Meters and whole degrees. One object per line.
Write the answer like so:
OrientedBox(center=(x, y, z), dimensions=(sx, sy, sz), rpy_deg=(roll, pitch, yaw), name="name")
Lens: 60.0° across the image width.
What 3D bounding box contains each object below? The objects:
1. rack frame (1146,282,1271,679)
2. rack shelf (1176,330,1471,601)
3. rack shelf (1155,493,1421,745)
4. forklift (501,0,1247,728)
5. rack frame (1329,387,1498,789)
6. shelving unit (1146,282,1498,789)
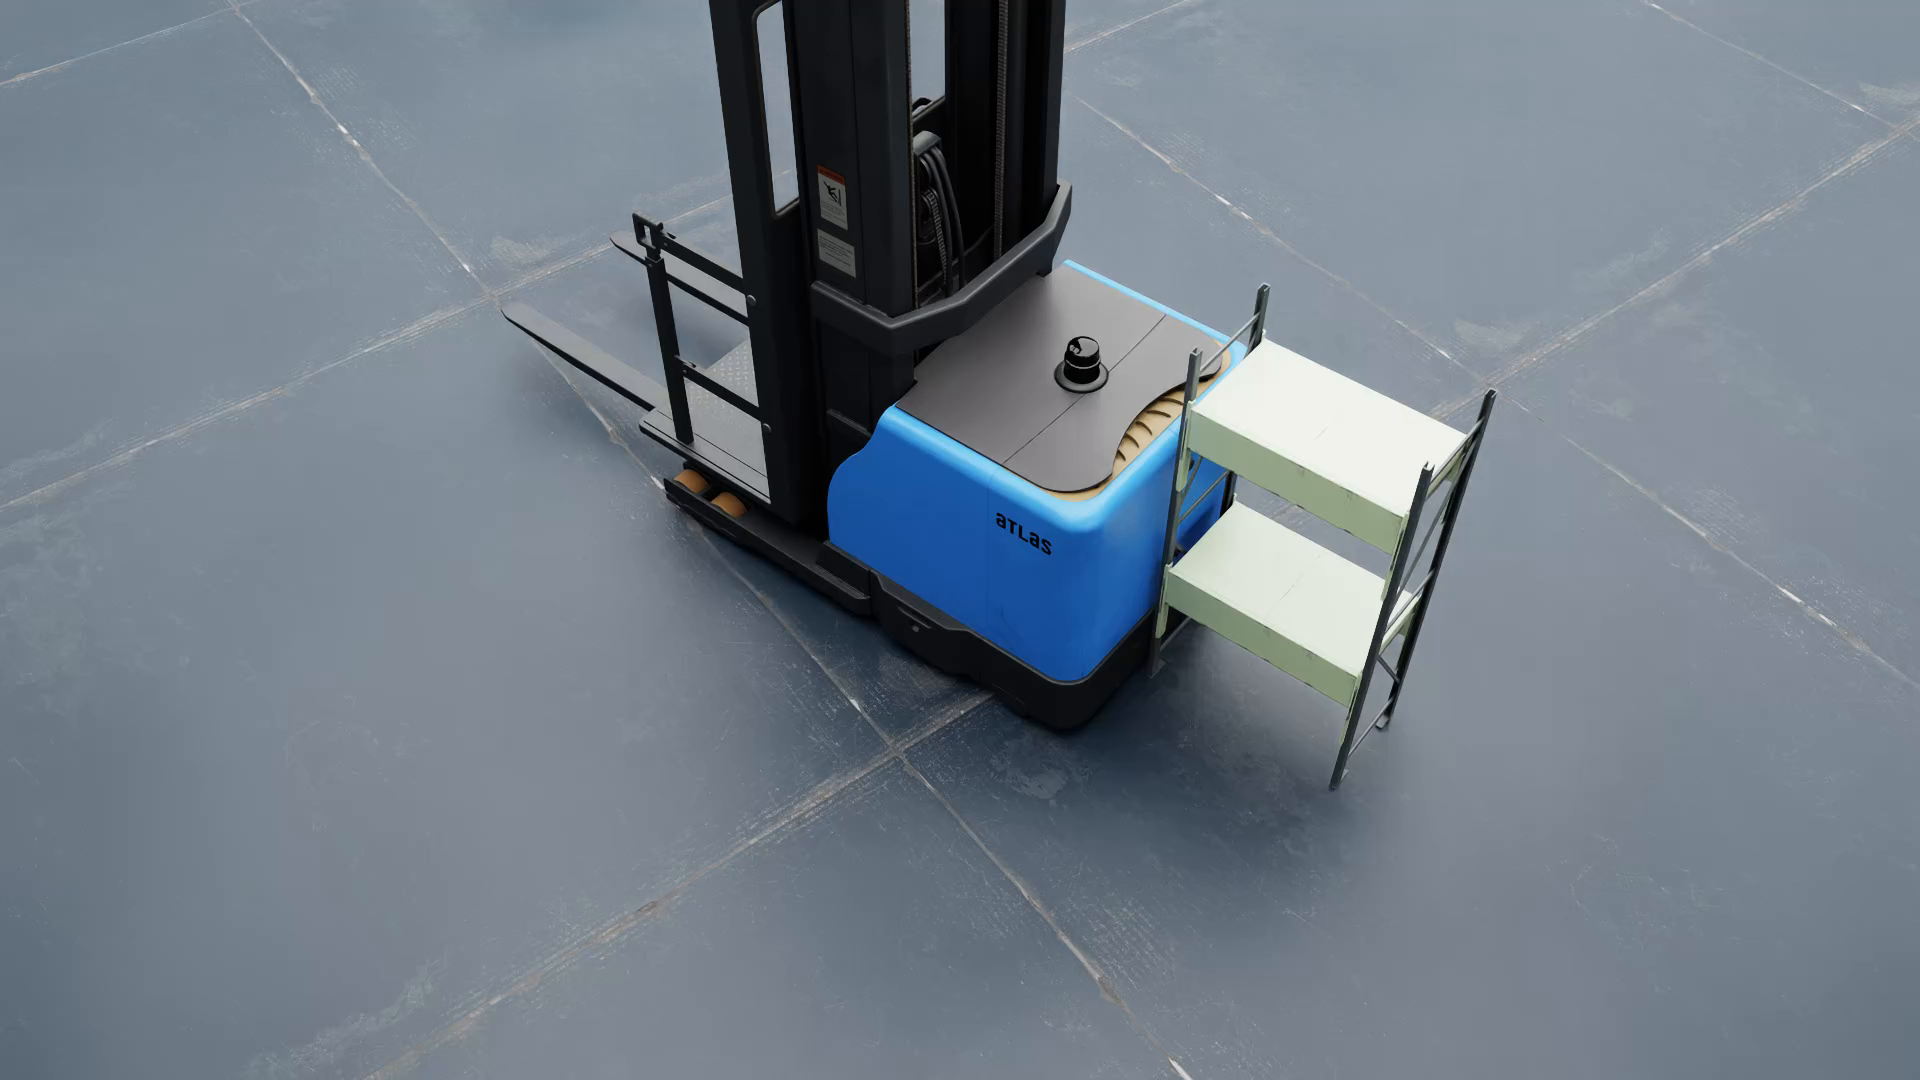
OrientedBox(center=(0.784, -0.137, 5.362), dimensions=(0.023, 1.500, 0.400), rpy_deg=(31, 55, 25), name="rack frame")
OrientedBox(center=(1.070, -0.230, 4.920), dimensions=(0.720, 0.370, 0.431), rpy_deg=(31, 55, 25), name="rack shelf")
OrientedBox(center=(1.070, 0.251, 5.450), dimensions=(0.720, 0.370, 0.431), rpy_deg=(31, 55, 25), name="rack shelf")
OrientedBox(center=(-0.492, -1.275, 5.427), dimensions=(3.031, 2.935, 1.130), rpy_deg=(31, 55, 25), name="forklift")
OrientedBox(center=(1.356, 0.201, 5.055), dimensions=(0.023, 1.500, 0.400), rpy_deg=(31, 55, 25), name="rack frame")
OrientedBox(center=(1.070, 0.032, 5.209), dimensions=(0.755, 1.500, 0.431), rpy_deg=(31, 55, 25), name="shelving unit")
